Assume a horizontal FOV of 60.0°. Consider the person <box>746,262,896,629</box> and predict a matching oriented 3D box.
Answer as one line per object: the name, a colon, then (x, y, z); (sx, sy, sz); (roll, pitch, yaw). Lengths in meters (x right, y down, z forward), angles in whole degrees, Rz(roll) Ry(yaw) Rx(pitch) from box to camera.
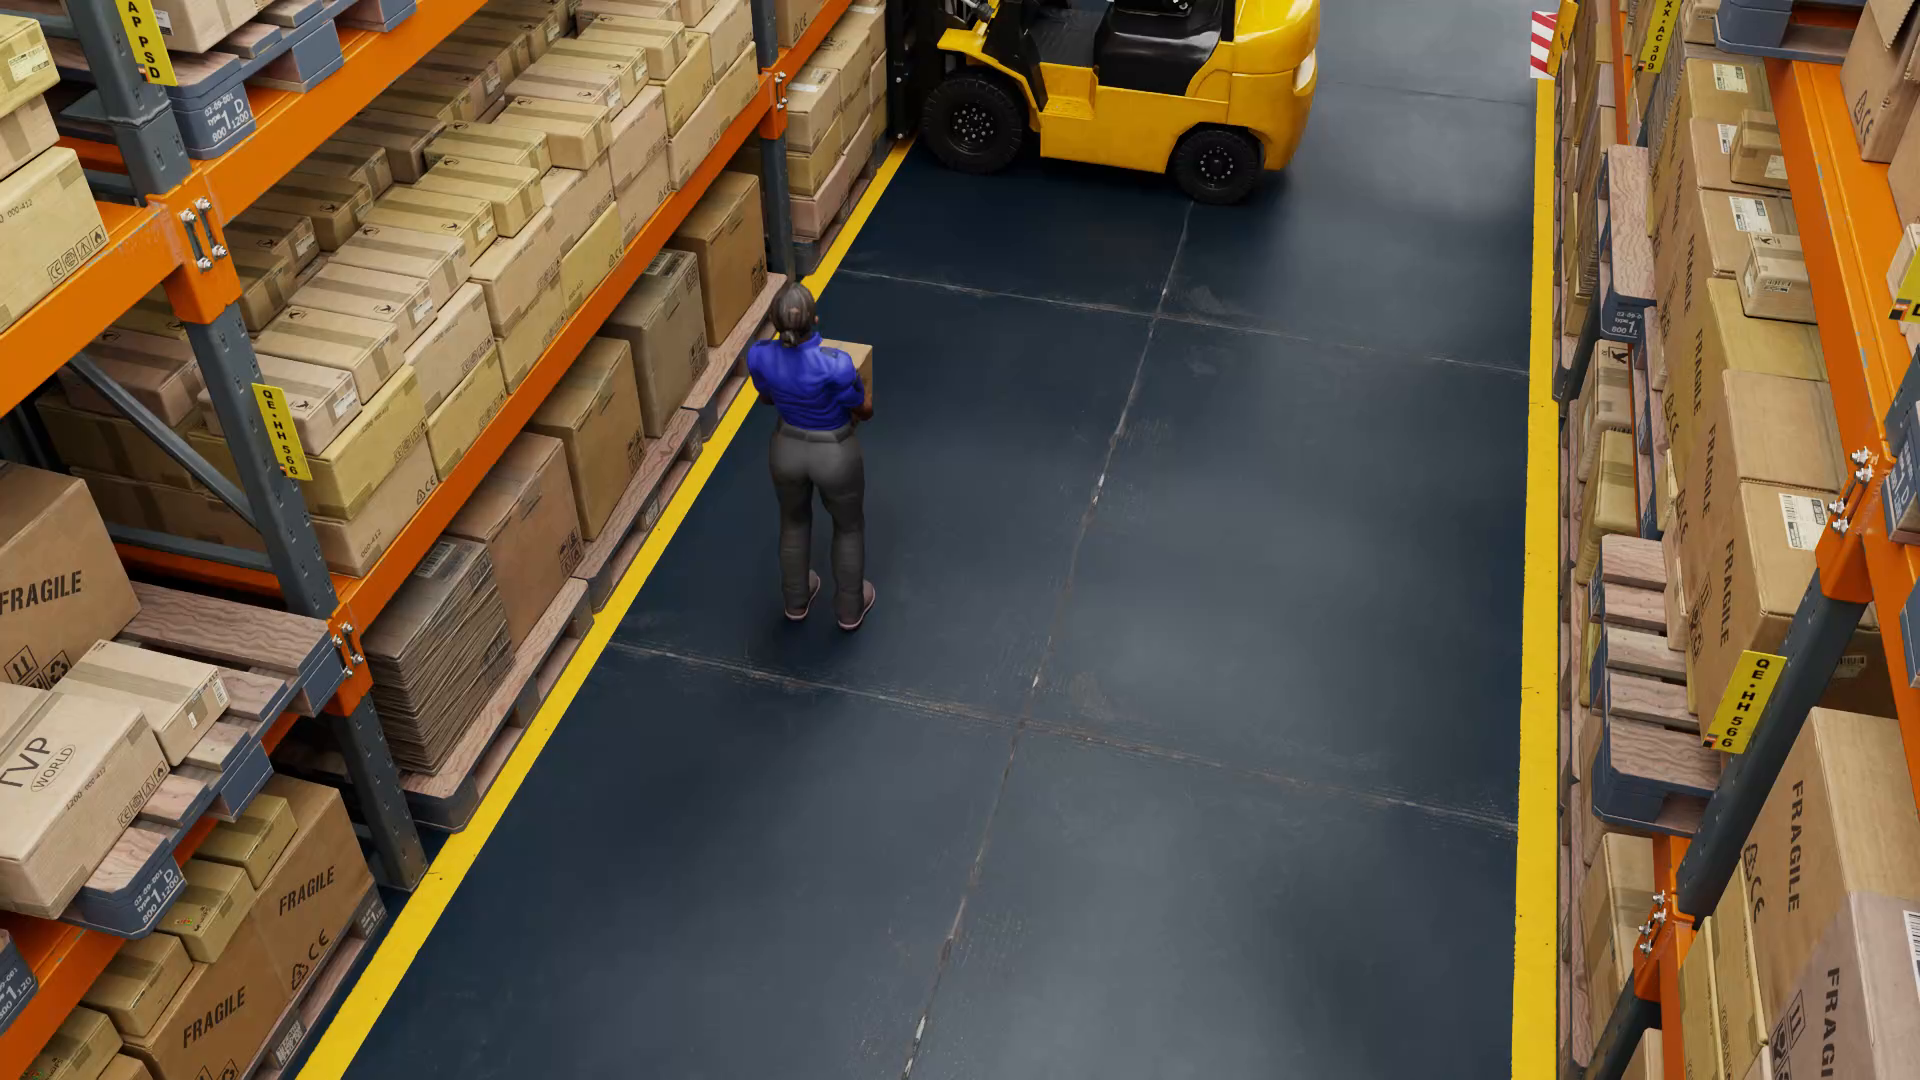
person: (-0.555, -0.337, 6.546); (0.533, 1.656, 0.346); (7, 42, 8)
